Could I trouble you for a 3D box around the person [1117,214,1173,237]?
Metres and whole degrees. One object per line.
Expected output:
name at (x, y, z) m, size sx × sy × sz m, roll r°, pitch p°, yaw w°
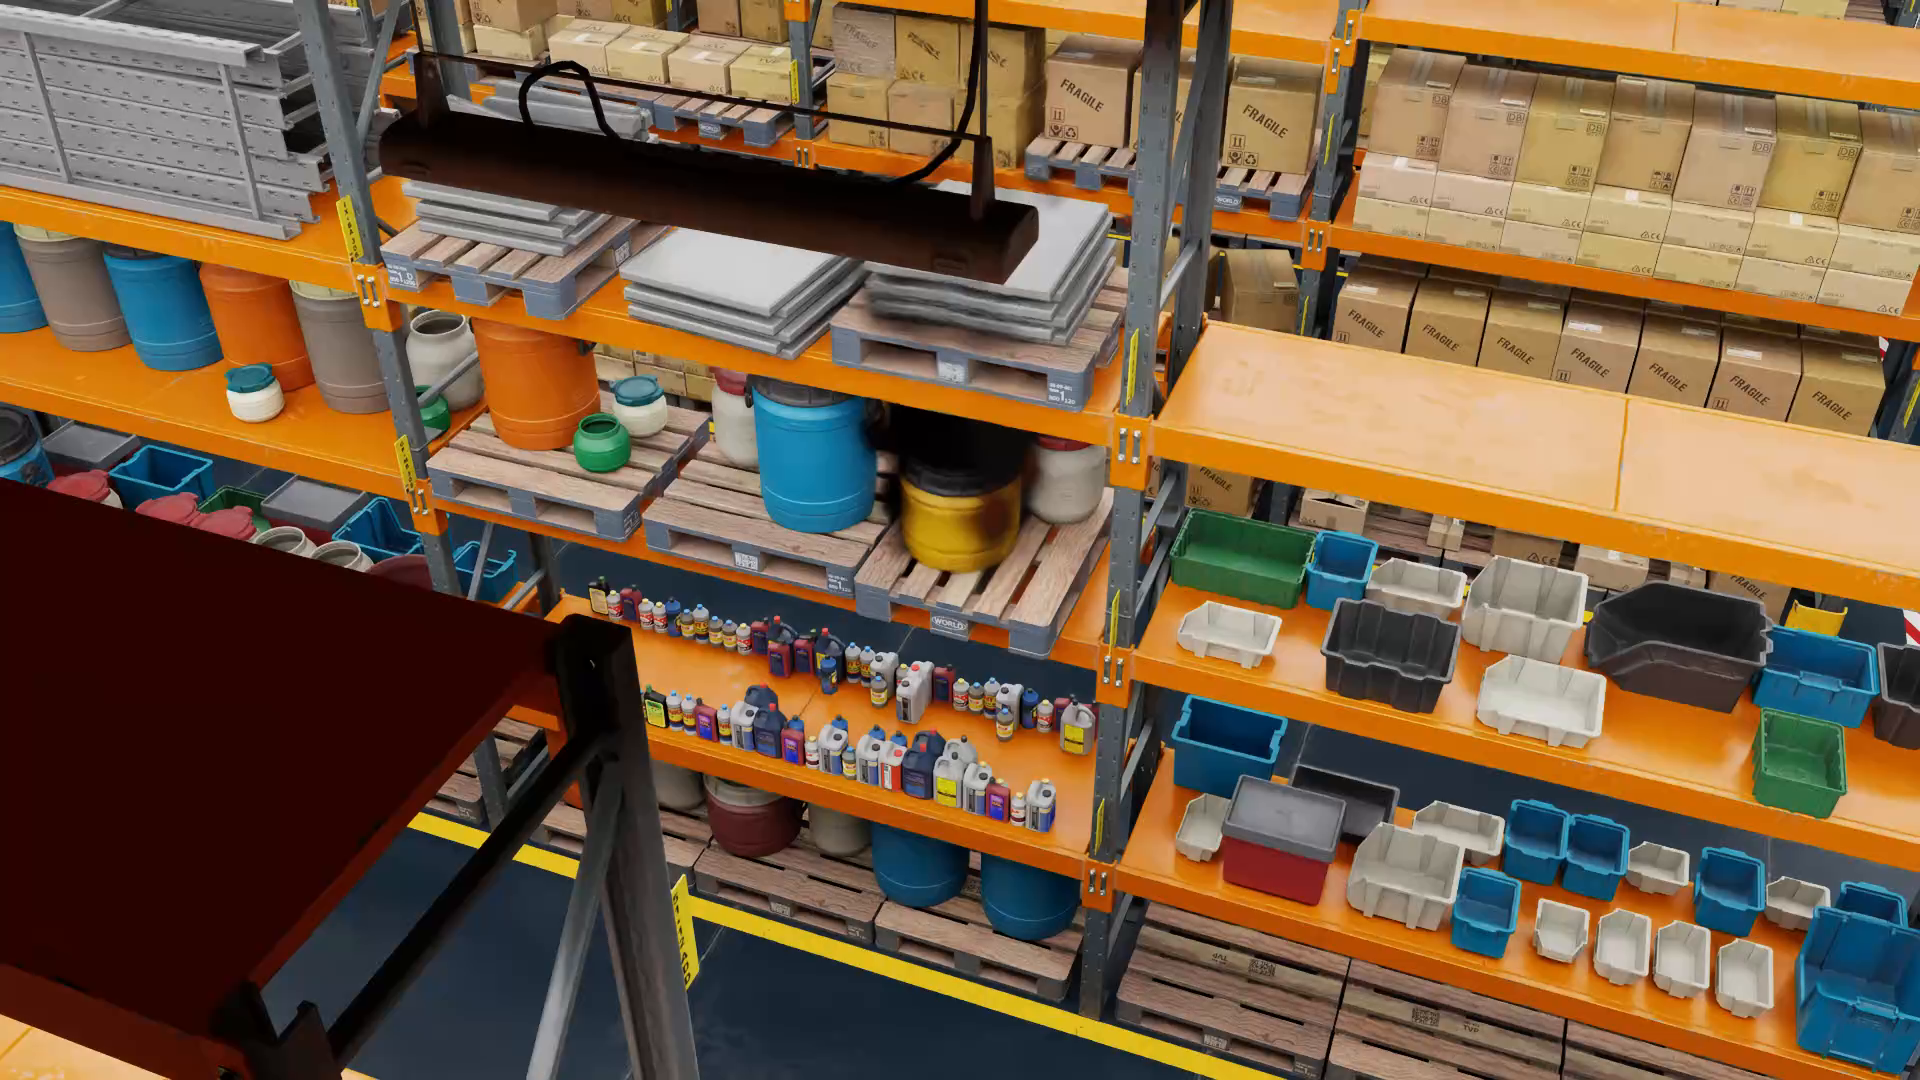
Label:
person at (1.871, -2.874, 15.791) m, size 0.971 × 1.774 × 0.700 m, roll 9°, pitch 37°, yaw 11°
